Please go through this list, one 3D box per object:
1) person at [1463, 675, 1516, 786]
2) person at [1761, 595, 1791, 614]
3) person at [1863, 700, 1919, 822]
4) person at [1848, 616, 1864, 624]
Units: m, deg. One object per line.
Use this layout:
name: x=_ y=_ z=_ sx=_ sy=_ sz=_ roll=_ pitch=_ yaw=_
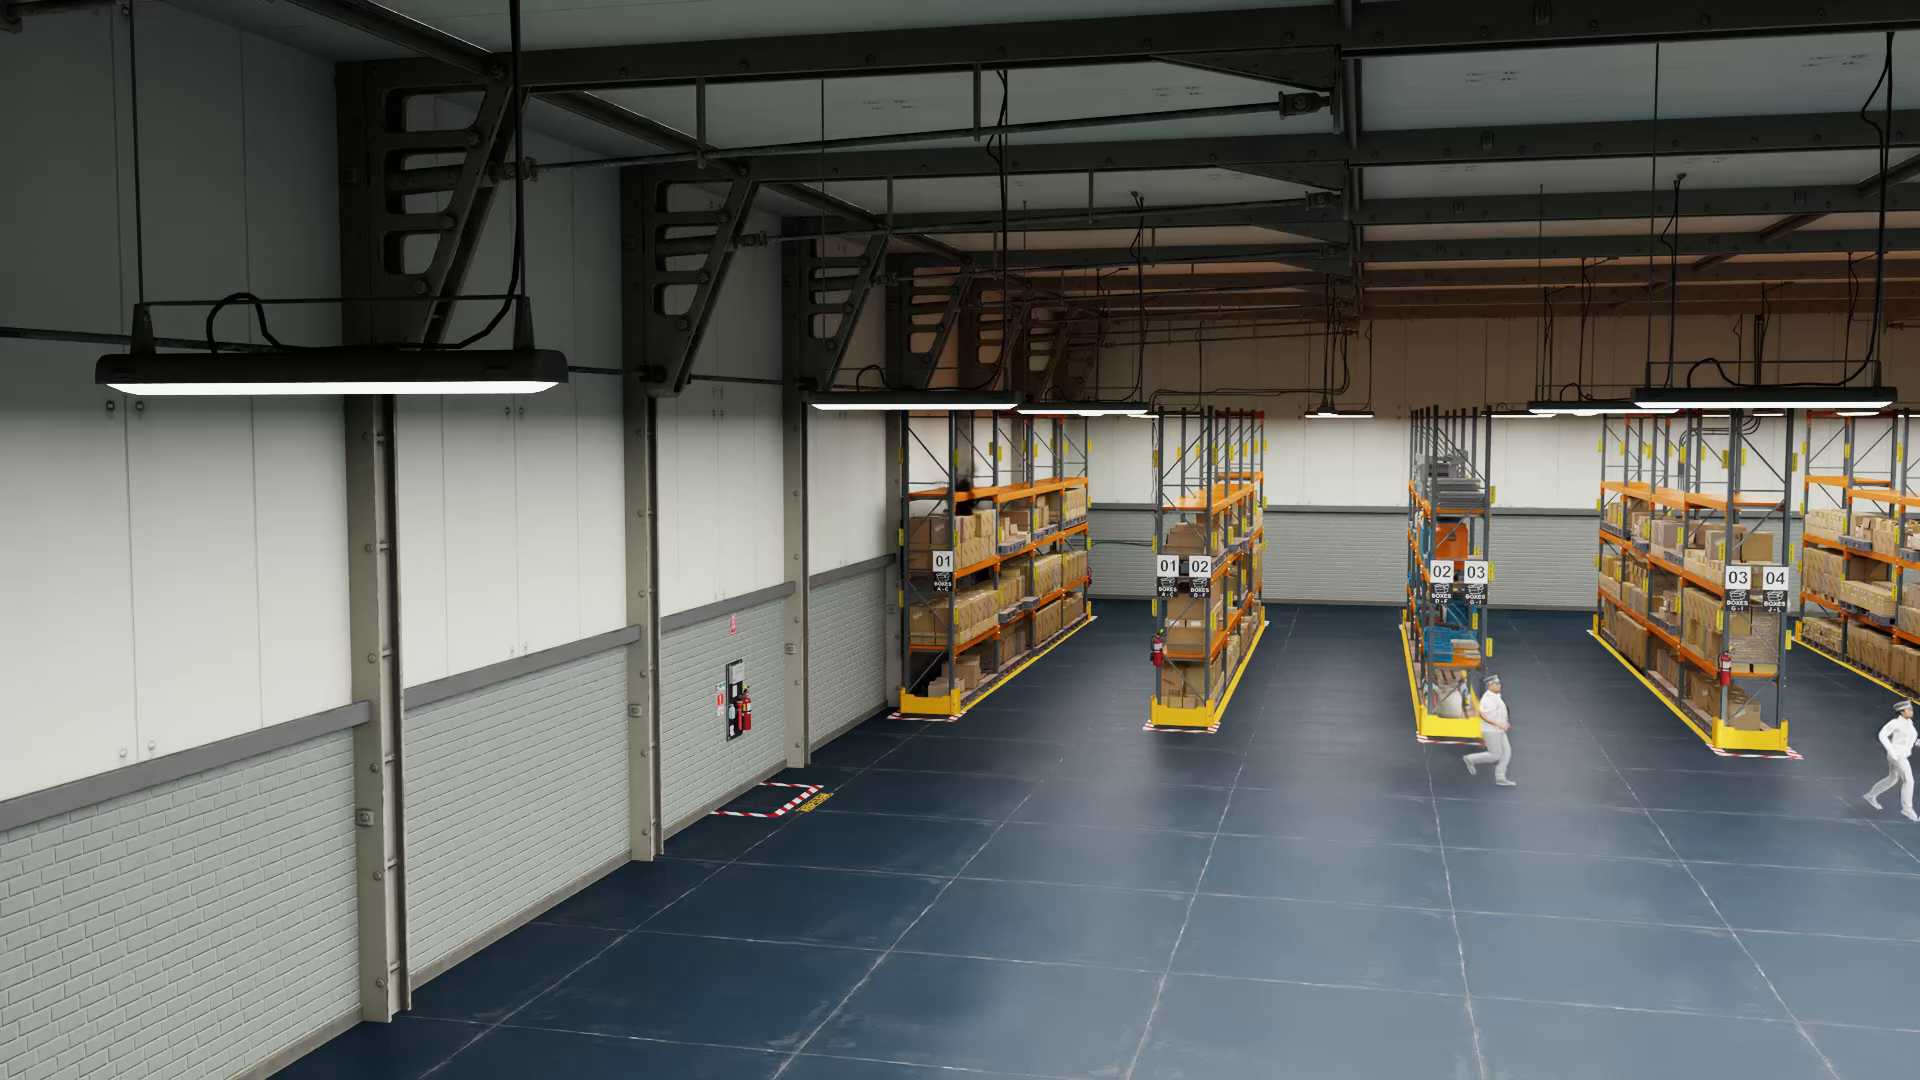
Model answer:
person: x=8.365 y=2.974 z=26.149 sx=0.798 sy=1.746 sz=0.663 roll=3 pitch=5 yaw=35
person: x=20.157 y=1.909 z=41.174 sx=0.718 sy=1.774 sz=0.722 roll=1 pitch=4 yaw=20
person: x=13.542 y=3.144 z=24.074 sx=0.611 sy=1.732 sz=0.813 roll=-4 pitch=6 yaw=-45
person: x=23.711 y=1.763 z=44.060 sx=0.590 sy=1.647 sz=0.604 roll=-1 pitch=4 yaw=-14
